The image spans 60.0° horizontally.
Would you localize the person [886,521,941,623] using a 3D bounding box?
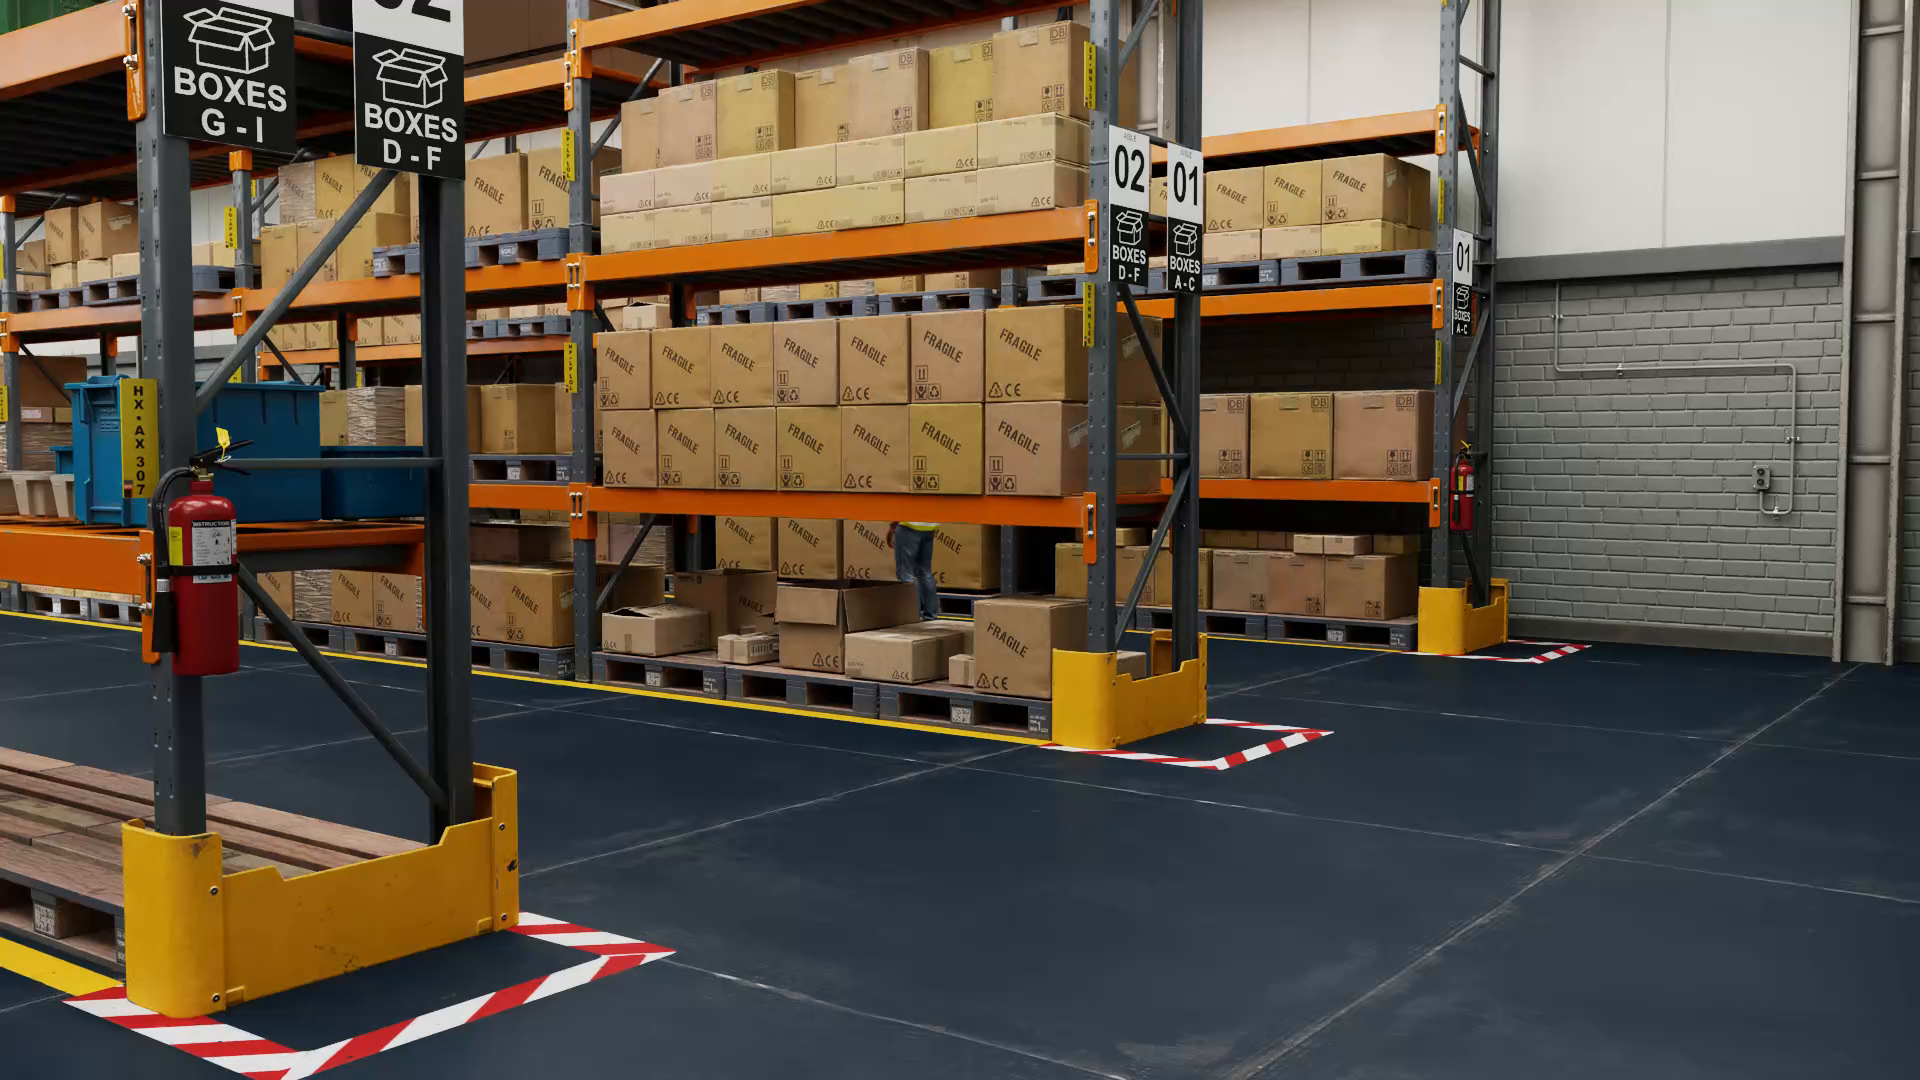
[{"bbox_3d":[-0.408,-0.114,14.307,0.454,1.761,0.636,2,4,34],"label":"person"}]
